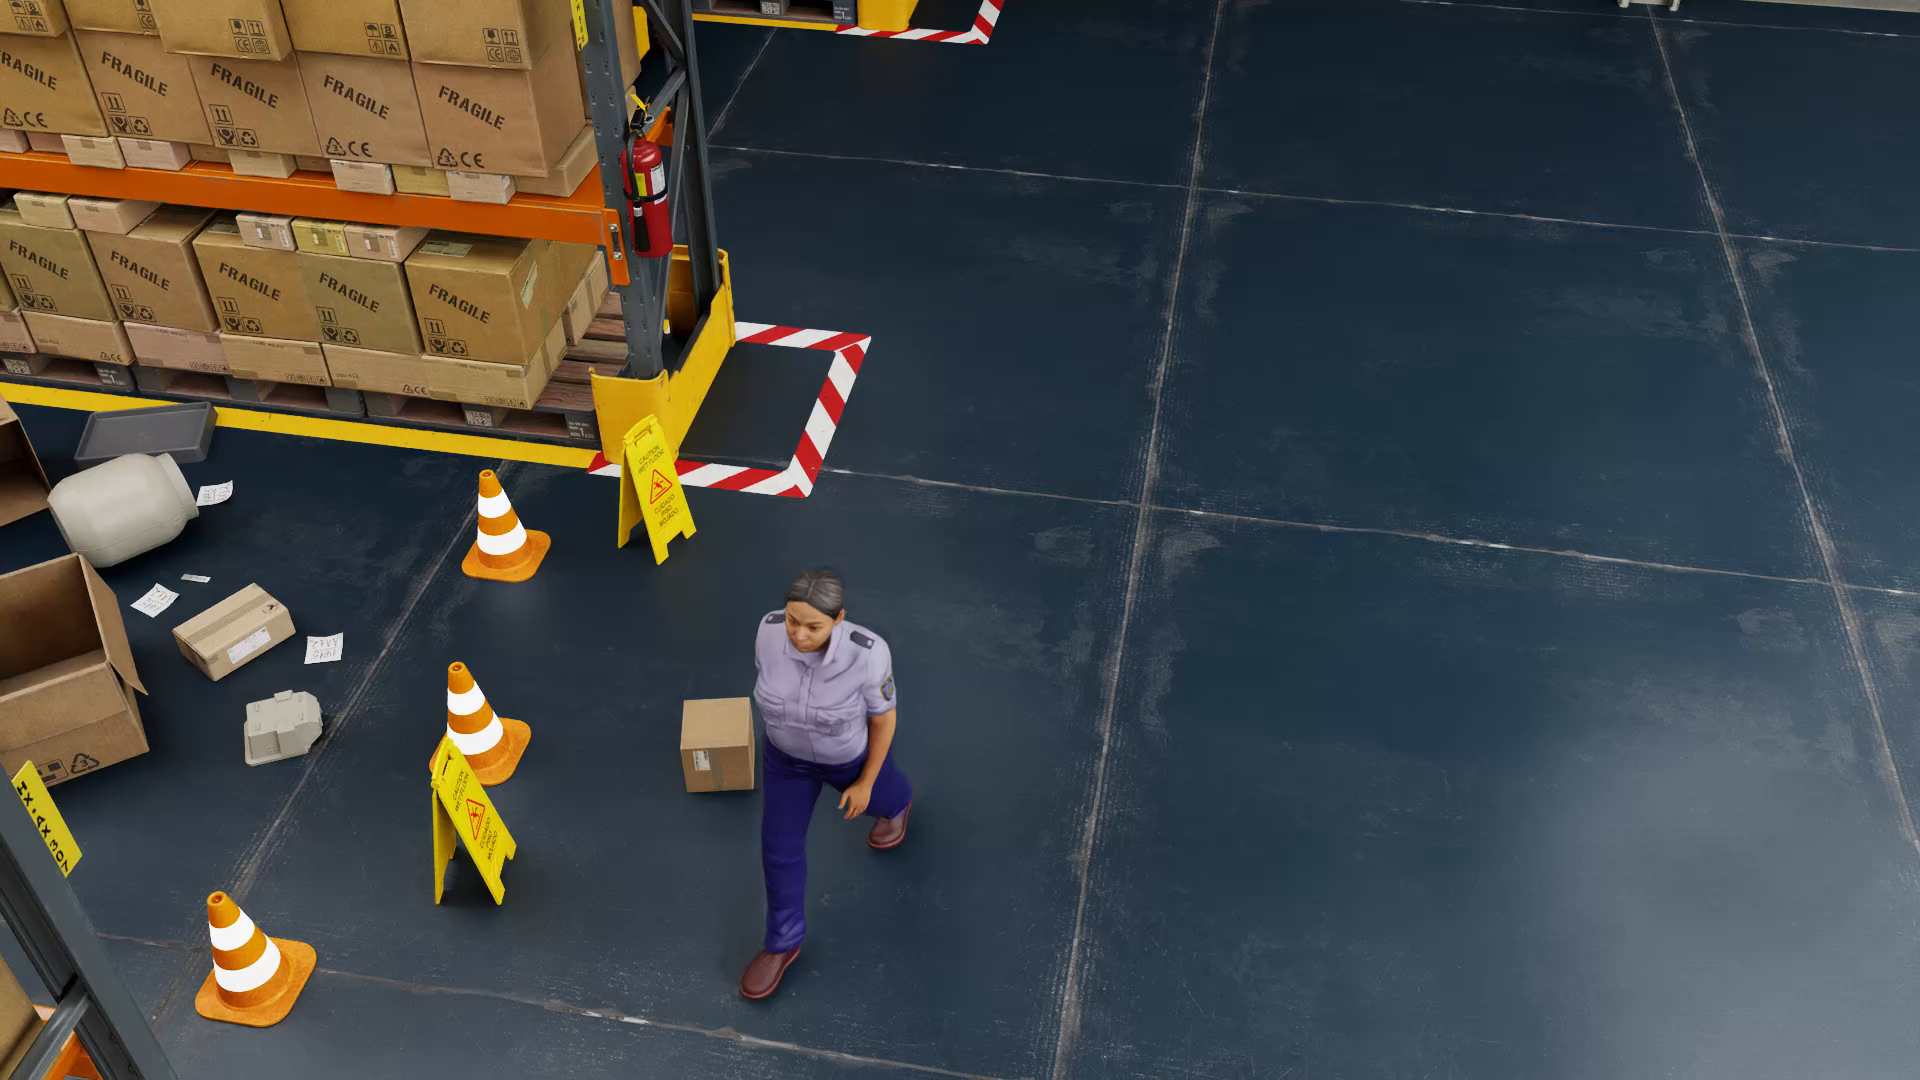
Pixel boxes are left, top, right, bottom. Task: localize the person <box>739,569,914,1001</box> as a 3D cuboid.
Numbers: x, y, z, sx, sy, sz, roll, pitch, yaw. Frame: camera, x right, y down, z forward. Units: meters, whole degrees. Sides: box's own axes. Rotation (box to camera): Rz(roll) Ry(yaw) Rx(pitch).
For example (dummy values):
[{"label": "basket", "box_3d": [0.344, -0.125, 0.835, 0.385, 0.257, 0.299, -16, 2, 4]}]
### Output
[{"label": "person", "box_3d": [-0.424, 0.676, 5.383, 0.481, 1.599, 0.990, 9, 42, 10]}]
